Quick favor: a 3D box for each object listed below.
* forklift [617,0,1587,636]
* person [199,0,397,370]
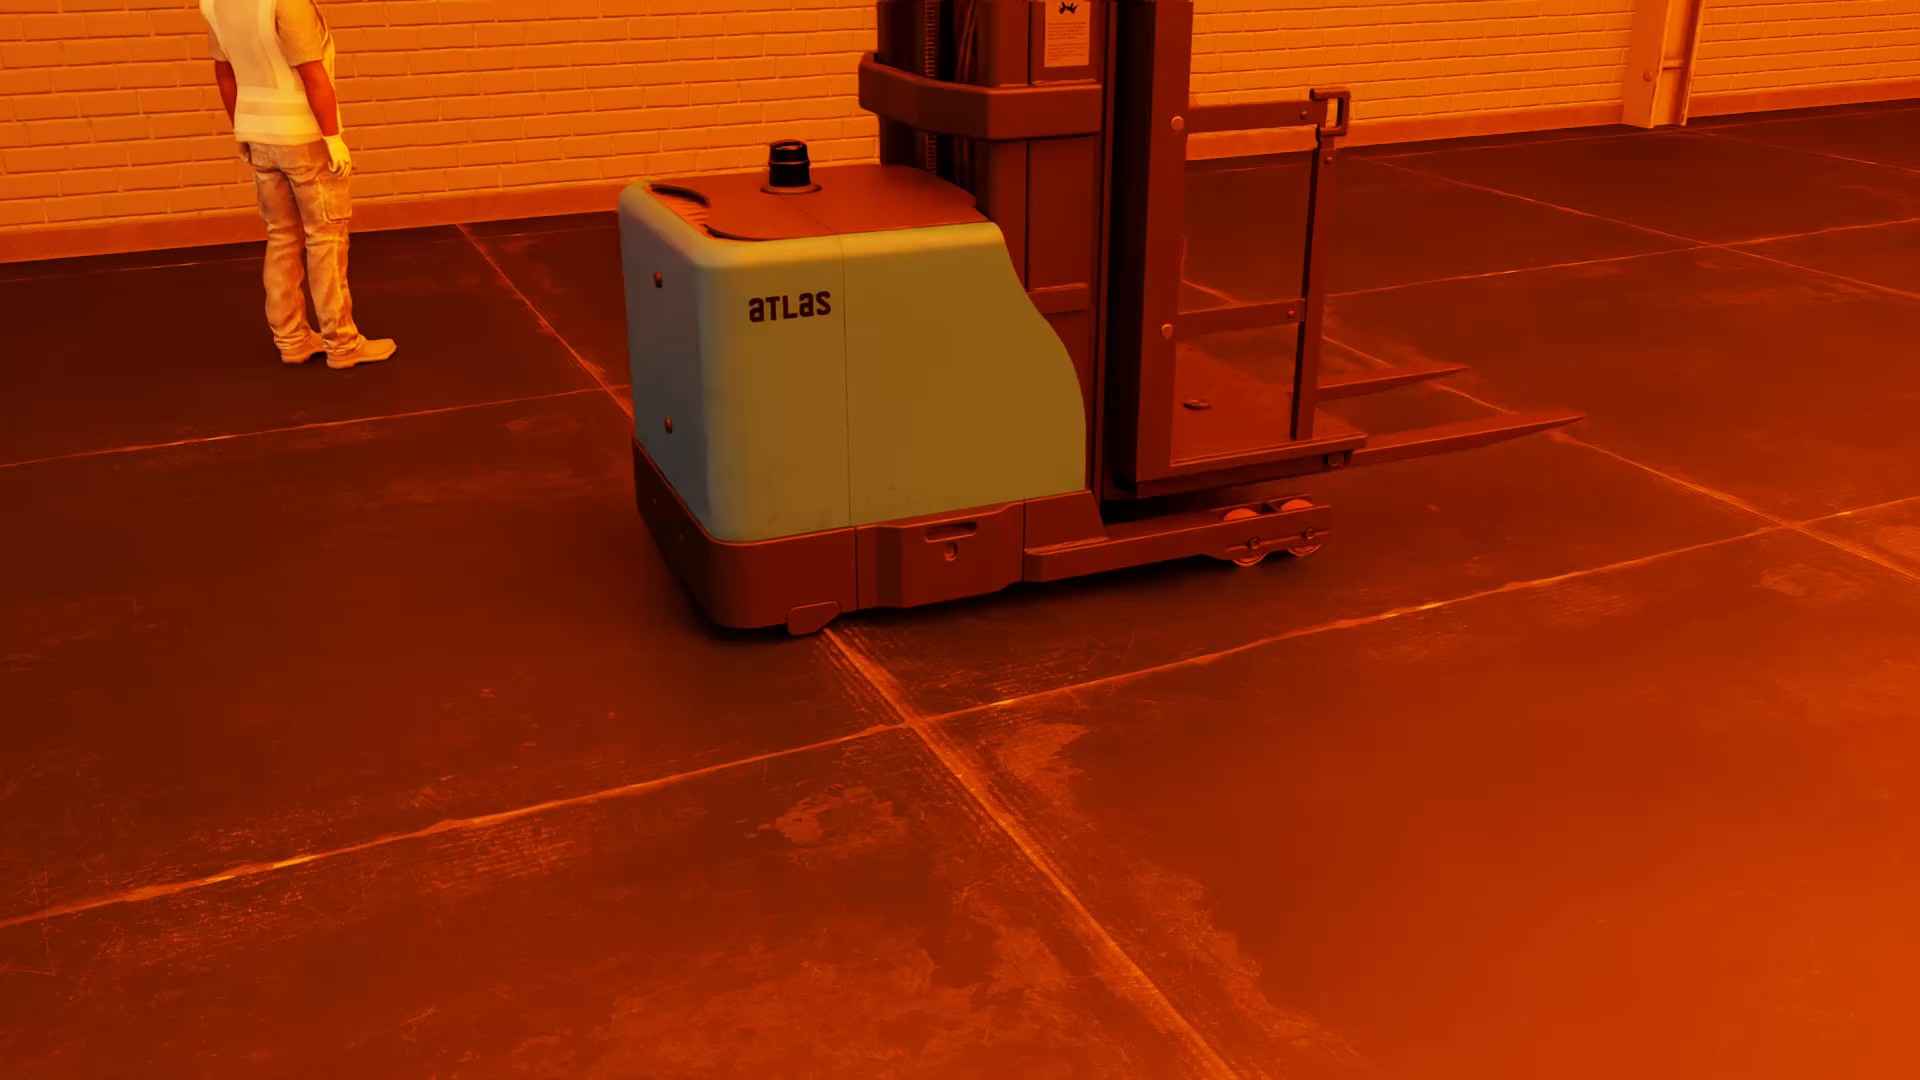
[{"bbox_3d":[0.564,-1.453,4.784,3.031,2.935,1.130,-9,24,-21],"label":"forklift"},{"bbox_3d":[-2.633,-1.583,6.591,0.569,1.789,0.372,11,25,25],"label":"person"}]
